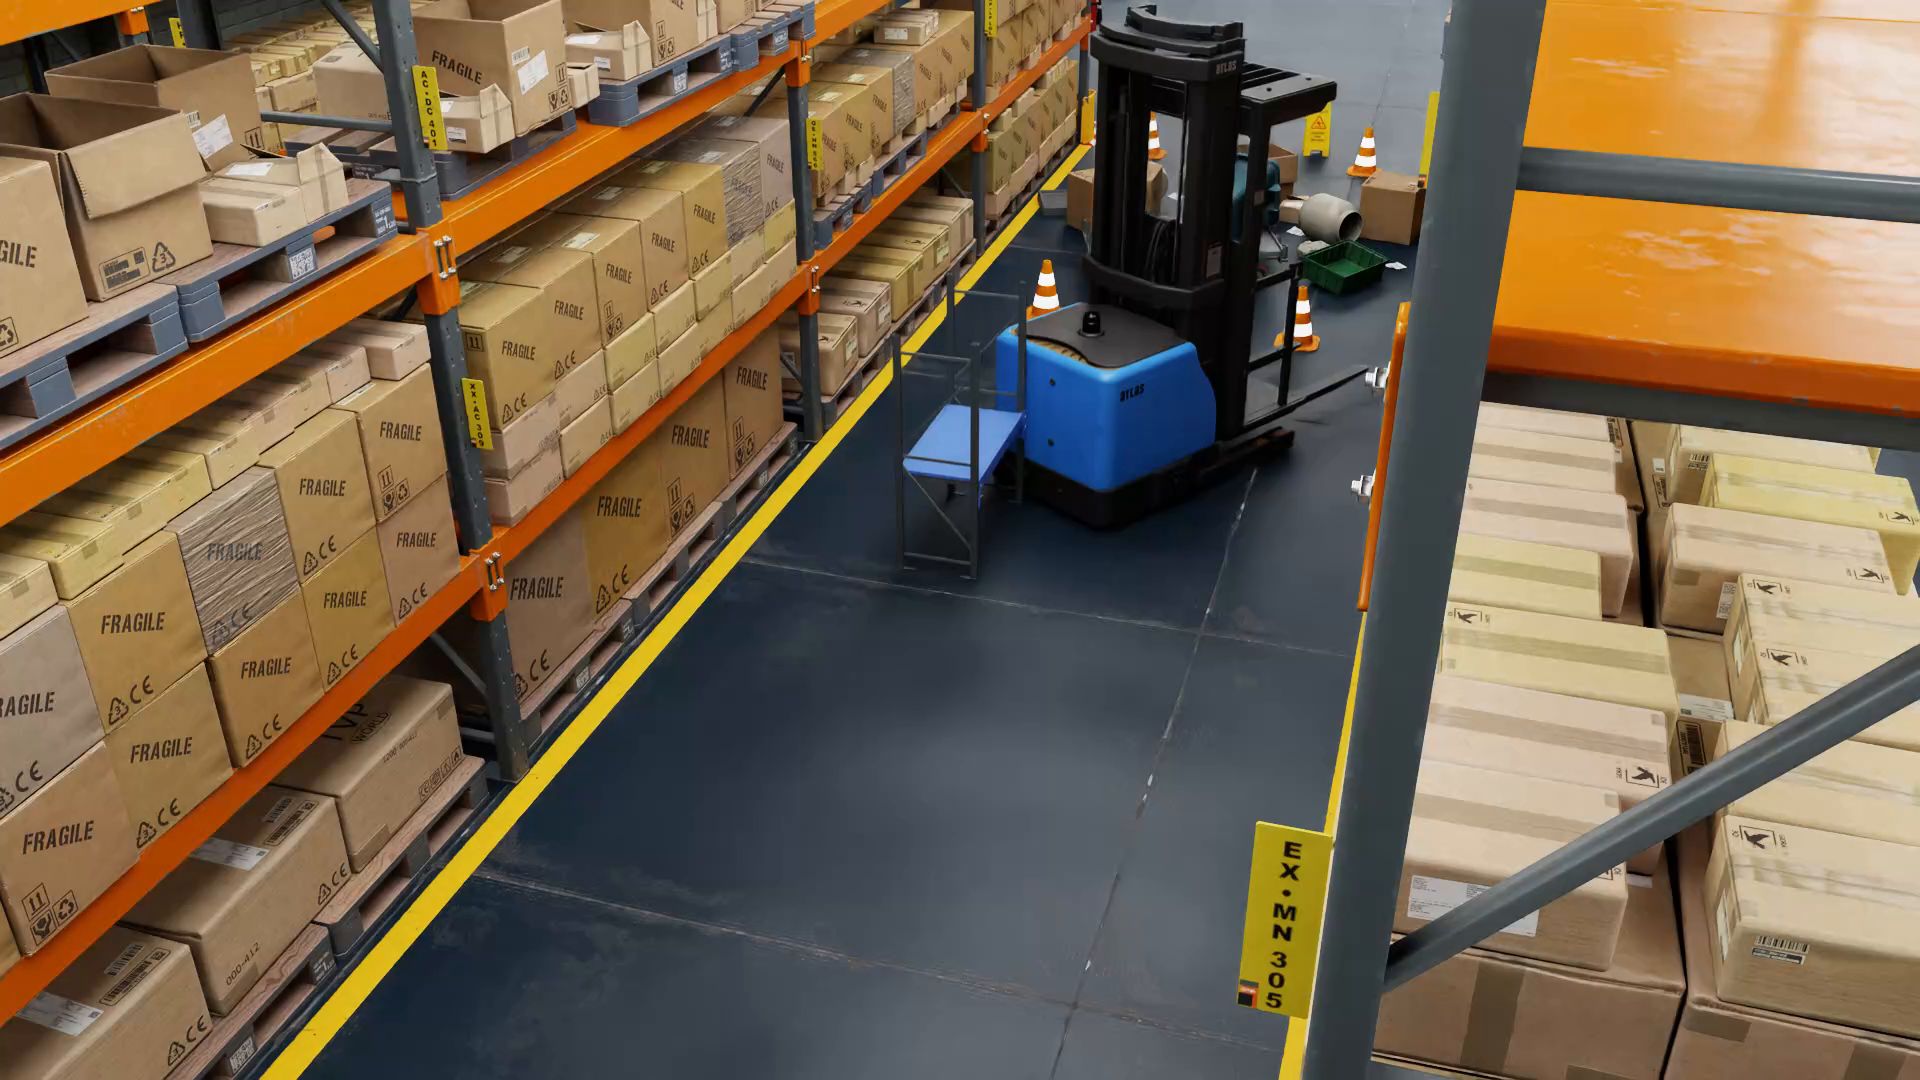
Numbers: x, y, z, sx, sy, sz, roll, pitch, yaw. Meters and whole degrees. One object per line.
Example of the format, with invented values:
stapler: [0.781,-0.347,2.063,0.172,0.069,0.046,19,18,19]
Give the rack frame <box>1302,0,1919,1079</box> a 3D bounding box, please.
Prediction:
rack frame: [0.968,-0.313,1.591,0.949,2.616,0.053,8,30,15]

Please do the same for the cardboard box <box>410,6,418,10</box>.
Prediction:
cardboard box: [-4.967,-4.649,14.786,0.380,0.149,0.250,8,30,14]

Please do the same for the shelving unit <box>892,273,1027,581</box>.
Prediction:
shelving unit: [0.013,-0.689,9.982,0.538,1.500,1.048,8,30,15]

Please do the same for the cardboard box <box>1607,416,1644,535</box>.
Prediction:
cardboard box: [1.318,-0.114,3.959,0.500,0.250,0.500,7,30,13]

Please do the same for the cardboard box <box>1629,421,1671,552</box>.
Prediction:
cardboard box: [1.801,-0.034,3.815,0.500,0.250,0.500,7,30,13]

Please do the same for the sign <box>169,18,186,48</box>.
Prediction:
sign: [-3.145,-1.957,6.777,0.100,0.325,0.005,8,30,15]

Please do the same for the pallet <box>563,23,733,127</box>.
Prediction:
pallet: [-1.913,-2.470,8.749,1.003,0.211,1.213,10,31,17]

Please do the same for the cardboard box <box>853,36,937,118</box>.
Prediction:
cardboard box: [-0.493,-3.568,12.773,0.500,0.500,0.500,10,30,17]

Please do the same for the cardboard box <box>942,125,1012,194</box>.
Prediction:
cardboard box: [0.156,-3.473,15.068,0.500,0.500,0.500,10,31,17]

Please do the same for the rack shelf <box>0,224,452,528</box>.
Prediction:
rack shelf: [-3.210,-0.277,5.352,1.077,0.370,4.000,8,30,15]

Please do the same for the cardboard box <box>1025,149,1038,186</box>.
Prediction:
cardboard box: [0.456,-3.642,16.143,0.500,0.250,0.500,8,30,14]

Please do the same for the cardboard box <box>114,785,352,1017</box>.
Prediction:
cardboard box: [-3.172,1.419,6.853,0.875,0.438,0.875,8,30,13]

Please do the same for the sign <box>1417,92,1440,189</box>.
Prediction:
sign: [1.607,-1.337,5.581,0.100,0.325,0.005,8,30,15]

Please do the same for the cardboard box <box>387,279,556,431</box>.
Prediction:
cardboard box: [-2.219,-0.854,7.604,0.500,0.500,0.500,9,30,15]

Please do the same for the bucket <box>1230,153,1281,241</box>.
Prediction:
bucket: [2.323,-2.894,14.206,0.726,0.611,0.620,20,45,32]

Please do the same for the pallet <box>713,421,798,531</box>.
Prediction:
pallet: [-1.752,-0.495,10.957,1.003,0.211,1.213,8,30,15]

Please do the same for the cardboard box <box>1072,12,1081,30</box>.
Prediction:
cardboard box: [1.026,-5.339,17.056,0.380,0.149,0.250,8,30,14]

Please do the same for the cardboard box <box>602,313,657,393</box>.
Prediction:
cardboard box: [-1.925,-1.004,8.645,0.500,0.250,0.500,9,30,16]

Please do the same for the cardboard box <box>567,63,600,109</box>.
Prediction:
cardboard box: [-1.917,-2.140,7.770,0.380,0.166,0.250,6,30,11]

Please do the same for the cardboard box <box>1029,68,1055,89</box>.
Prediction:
cardboard box: [0.714,-4.552,16.339,0.380,0.149,0.250,10,31,17]

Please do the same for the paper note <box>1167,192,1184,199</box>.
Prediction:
paper note: [2.132,-3.388,16.355,0.148,0.019,0.142,20,35,32]

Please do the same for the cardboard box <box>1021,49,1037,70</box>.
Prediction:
cardboard box: [0.509,-4.512,15.569,0.380,0.149,0.250,9,30,15]

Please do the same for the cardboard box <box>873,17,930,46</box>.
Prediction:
cardboard box: [-0.442,-3.869,12.646,0.380,0.149,0.250,7,30,13]

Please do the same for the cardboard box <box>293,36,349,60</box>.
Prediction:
cardboard box: [-5.259,-4.039,13.690,0.380,0.149,0.250,8,30,14]

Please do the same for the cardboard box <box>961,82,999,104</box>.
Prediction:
cardboard box: [0.124,-3.919,14.502,0.380,0.149,0.250,8,30,15]

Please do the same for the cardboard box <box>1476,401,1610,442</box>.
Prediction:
cardboard box: [1.254,-0.238,3.772,0.380,0.149,0.250,8,30,13]

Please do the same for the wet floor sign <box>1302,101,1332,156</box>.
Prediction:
wet floor sign: [3.777,-4.395,17.521,0.267,0.644,0.232,3,29,6]

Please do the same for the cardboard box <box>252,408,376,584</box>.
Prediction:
cardboard box: [-2.654,-0.197,6.423,0.500,0.500,0.500,8,30,14]

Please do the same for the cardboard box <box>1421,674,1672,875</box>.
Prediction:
cardboard box: [0.927,0.370,2.679,0.380,0.149,0.250,9,30,16]

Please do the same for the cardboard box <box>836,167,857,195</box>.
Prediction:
cardboard box: [-0.936,-2.514,11.546,0.380,0.149,0.250,7,30,12]

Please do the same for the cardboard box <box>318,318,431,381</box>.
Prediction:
cardboard box: [-2.409,-0.786,6.813,0.380,0.149,0.250,8,30,14]

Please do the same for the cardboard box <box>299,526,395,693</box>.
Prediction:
cardboard box: [-2.661,0.238,6.669,0.500,0.500,0.500,8,30,14]

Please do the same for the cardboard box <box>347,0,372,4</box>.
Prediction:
cardboard box: [-5.329,-4.829,15.110,0.380,0.149,0.250,8,30,14]

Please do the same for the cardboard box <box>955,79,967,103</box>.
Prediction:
cardboard box: [-0.162,-3.723,13.719,0.380,0.149,0.250,9,30,16]

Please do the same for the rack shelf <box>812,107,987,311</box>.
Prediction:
rack shelf: [-0.862,-2.684,12.764,1.077,0.370,4.000,8,30,15]

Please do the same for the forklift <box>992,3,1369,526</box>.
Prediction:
forklift: [1.638,-1.968,10.809,3.031,2.935,1.130,-24,37,-36]

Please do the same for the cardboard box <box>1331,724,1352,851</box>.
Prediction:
cardboard box: [0.988,0.576,3.234,0.500,0.250,0.500,9,30,15]

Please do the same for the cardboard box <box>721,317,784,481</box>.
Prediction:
cardboard box: [-1.731,-1.015,10.778,0.875,0.875,0.875,8,30,14]

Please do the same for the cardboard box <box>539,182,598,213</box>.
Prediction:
cardboard box: [-2.282,-1.651,9.036,0.500,0.500,0.500,9,30,16]

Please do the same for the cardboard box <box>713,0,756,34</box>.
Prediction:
cardboard box: [-1.558,-3.120,9.187,0.700,0.500,0.500,7,30,12]

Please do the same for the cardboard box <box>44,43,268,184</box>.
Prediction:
cardboard box: [-2.996,-1.548,6.260,0.500,0.500,0.500,9,30,16]

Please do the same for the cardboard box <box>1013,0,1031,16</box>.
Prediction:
cardboard box: [0.232,-4.946,14.654,0.700,0.500,0.500,9,30,15]

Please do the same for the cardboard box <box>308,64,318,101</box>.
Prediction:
cardboard box: [-5.387,-3.814,13.696,0.500,0.250,0.500,9,30,16]

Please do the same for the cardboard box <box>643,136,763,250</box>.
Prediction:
cardboard box: [-1.493,-2.032,9.722,0.500,0.500,0.500,9,30,16]

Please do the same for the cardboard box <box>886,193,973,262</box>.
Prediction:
cardboard box: [-0.426,-2.719,14.358,0.950,0.372,0.625,9,30,16]

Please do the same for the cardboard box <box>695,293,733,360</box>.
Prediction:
cardboard box: [-1.647,-1.260,9.619,0.500,0.250,0.500,8,30,14]

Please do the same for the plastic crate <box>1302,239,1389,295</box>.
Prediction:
plastic crate: [3.285,-2.333,14.226,0.662,0.188,0.450,-24,47,-37]

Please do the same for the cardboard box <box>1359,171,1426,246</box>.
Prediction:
cardboard box: [3.961,-3.045,15.242,0.500,0.500,0.500,14,32,23]

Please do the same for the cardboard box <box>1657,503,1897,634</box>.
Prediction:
cardboard box: [1.565,0.073,3.213,0.380,0.149,0.250,9,30,16]

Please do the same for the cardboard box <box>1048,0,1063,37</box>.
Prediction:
cardboard box: [0.702,-5.205,16.147,0.500,0.500,0.500,8,30,15]

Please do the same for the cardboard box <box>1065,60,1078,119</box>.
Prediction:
cardboard box: [0.913,-4.687,17.250,0.500,0.500,0.500,9,30,15]

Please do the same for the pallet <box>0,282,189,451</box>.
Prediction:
pallet: [-3.233,-0.538,5.173,1.003,0.211,1.213,8,30,15]

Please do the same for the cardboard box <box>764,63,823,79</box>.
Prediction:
cardboard box: [-1.293,-3.154,12.028,0.500,0.500,0.500,6,30,11]

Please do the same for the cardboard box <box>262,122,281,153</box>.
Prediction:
cardboard box: [-5.679,-3.114,12.952,0.500,0.250,0.500,8,30,14]

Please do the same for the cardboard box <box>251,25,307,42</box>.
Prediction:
cardboard box: [-5.754,-4.244,14.058,0.380,0.149,0.250,8,30,14]

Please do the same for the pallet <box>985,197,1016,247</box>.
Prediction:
pallet: [-0.112,-3.026,15.508,1.003,0.211,1.213,8,30,15]

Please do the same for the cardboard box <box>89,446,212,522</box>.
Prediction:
cardboard box: [-2.845,-0.201,5.762,0.380,0.149,0.250,8,30,14]

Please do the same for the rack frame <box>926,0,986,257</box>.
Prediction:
rack frame: [-0.275,-3.928,14.260,1.000,3.000,0.127,8,30,15]
